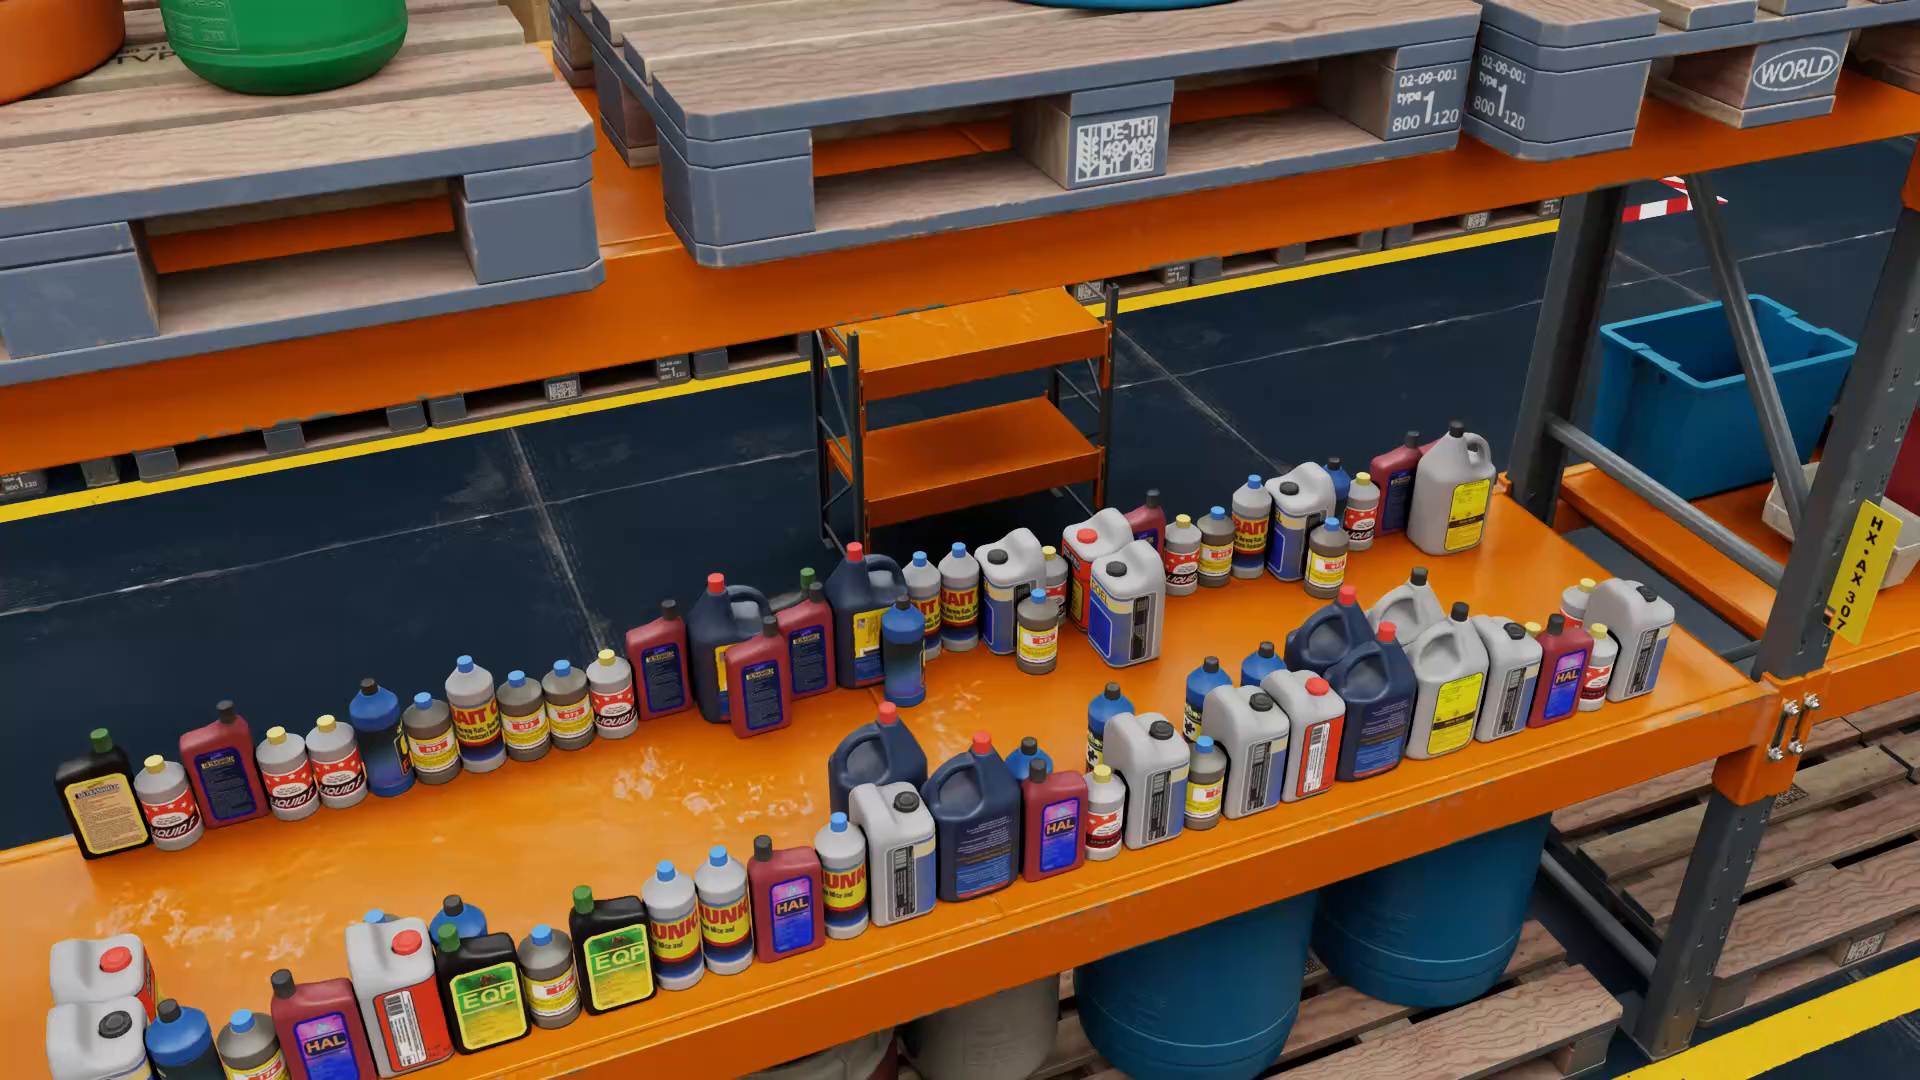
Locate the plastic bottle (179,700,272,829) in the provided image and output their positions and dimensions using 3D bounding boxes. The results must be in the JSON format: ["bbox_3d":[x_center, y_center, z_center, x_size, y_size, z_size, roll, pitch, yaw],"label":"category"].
[{"bbox_3d":[-1.511,0.457,3.404,0.133,0.283,0.061,-13,35,-19],"label":"plastic bottle"}]

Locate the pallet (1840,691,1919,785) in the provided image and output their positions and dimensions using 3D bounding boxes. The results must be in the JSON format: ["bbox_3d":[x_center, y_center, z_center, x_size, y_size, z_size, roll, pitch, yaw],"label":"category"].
[{"bbox_3d":[3.546,0.647,5.563,1.213,0.211,1.003,-13,35,-19],"label":"pallet"}]

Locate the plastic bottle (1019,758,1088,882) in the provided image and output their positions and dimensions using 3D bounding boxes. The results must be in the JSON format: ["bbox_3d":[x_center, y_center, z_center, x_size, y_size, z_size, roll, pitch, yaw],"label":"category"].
[{"bbox_3d":[0.183,0.540,3.277,0.133,0.283,0.061,-13,35,-19],"label":"plastic bottle"}]

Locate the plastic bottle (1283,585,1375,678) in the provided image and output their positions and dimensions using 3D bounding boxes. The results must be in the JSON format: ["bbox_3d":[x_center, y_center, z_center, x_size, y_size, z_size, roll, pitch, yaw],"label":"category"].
[{"bbox_3d":[0.810,0.258,3.648,0.185,0.351,0.144,-13,35,-19],"label":"plastic bottle"}]

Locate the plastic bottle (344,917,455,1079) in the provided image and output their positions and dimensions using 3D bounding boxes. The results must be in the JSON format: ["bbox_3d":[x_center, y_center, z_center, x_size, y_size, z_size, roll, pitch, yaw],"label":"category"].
[{"bbox_3d":[-0.981,0.782,2.911,0.135,0.276,0.152,-13,35,-19],"label":"plastic bottle"}]

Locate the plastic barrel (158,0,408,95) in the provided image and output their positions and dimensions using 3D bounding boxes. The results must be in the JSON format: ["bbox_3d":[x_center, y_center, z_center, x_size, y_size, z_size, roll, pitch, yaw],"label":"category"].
[{"bbox_3d":[-0.865,-0.719,2.112,0.294,0.245,0.294,0,33,0],"label":"plastic barrel"}]

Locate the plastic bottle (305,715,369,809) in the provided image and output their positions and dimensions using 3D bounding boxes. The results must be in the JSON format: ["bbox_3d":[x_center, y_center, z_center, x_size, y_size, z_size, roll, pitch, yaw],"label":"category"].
[{"bbox_3d":[-1.308,0.456,3.481,0.097,0.201,0.097,0,33,0],"label":"plastic bottle"}]

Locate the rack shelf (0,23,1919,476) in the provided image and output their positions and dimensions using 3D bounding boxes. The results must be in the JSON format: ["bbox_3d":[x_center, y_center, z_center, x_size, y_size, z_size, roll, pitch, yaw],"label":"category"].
[{"bbox_3d":[-0.087,-0.621,2.864,4.000,0.370,1.077,-13,35,-19],"label":"rack shelf"}]

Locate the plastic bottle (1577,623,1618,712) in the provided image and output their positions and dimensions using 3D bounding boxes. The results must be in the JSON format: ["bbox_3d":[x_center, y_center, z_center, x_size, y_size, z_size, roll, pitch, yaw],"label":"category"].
[{"bbox_3d":[1.422,0.280,3.752,0.097,0.201,0.097,0,33,0],"label":"plastic bottle"}]

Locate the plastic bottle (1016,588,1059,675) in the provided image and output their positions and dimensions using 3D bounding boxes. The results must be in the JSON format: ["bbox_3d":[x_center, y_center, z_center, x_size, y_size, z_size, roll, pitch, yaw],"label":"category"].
[{"bbox_3d":[0.180,0.205,3.867,0.097,0.201,0.097,0,33,0],"label":"plastic bottle"}]

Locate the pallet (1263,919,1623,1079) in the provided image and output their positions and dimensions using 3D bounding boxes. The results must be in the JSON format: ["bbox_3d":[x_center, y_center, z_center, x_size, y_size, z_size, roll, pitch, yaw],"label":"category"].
[{"bbox_3d":[1.029,1.223,4.677,1.213,0.211,1.003,-13,35,-19],"label":"pallet"}]

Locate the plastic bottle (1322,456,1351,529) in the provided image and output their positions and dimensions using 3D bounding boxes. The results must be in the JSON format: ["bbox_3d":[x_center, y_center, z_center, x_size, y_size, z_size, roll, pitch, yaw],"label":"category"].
[{"bbox_3d":[0.941,-0.089,4.254,0.097,0.271,0.097,0,33,0],"label":"plastic bottle"}]

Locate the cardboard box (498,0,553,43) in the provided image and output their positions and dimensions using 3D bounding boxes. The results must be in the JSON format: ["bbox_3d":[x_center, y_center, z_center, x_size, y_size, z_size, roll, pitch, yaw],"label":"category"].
[{"bbox_3d":[-1.762,-2.393,7.201,0.500,0.500,0.700,-23,39,-31],"label":"cardboard box"}]

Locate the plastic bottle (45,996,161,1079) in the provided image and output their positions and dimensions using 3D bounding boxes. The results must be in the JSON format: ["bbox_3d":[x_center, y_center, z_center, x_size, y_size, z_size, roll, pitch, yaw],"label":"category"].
[{"bbox_3d":[-1.407,0.880,2.761,0.135,0.276,0.152,-13,35,-19],"label":"plastic bottle"}]

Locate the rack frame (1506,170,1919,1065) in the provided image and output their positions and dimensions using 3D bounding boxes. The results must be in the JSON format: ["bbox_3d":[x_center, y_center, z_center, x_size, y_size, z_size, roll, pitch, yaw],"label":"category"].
[{"bbox_3d":[1.757,-0.088,4.134,0.127,3.000,1.000,-13,35,-19],"label":"rack frame"}]

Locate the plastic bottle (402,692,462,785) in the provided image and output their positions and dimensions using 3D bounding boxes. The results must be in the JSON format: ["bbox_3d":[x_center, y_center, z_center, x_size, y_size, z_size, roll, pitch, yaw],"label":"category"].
[{"bbox_3d":[-1.128,0.415,3.545,0.097,0.201,0.097,0,33,0],"label":"plastic bottle"}]

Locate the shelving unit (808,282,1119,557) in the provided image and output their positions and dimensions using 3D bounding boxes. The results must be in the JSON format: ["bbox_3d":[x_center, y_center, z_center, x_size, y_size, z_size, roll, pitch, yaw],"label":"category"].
[{"bbox_3d":[0.006,-0.473,6.445,1.048,1.125,0.538,-13,35,-19],"label":"shelving unit"}]

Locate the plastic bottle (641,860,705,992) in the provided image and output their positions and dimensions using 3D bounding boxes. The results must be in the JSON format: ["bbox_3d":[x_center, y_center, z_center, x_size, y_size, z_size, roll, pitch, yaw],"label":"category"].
[{"bbox_3d":[-0.527,0.697,3.047,0.097,0.271,0.097,0,33,0],"label":"plastic bottle"}]

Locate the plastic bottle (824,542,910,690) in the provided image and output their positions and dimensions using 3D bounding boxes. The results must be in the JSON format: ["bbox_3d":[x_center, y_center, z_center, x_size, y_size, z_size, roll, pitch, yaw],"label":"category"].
[{"bbox_3d":[-0.213,0.156,3.804,0.185,0.351,0.144,-13,35,-19],"label":"plastic bottle"}]

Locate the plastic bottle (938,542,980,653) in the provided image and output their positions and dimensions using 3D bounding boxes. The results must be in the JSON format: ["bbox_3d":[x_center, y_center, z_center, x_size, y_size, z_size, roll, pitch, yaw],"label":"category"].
[{"bbox_3d":[-0.003,0.128,3.922,0.097,0.271,0.097,0,33,0],"label":"plastic bottle"}]

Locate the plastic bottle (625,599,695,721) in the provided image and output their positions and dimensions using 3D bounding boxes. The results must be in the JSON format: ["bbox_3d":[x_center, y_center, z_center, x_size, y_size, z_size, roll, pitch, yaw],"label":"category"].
[{"bbox_3d":[-0.670,0.264,3.700,0.133,0.283,0.061,-13,35,-19],"label":"plastic bottle"}]

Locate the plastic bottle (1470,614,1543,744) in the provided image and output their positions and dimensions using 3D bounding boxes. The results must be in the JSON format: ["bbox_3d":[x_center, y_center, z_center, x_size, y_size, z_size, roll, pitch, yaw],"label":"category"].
[{"bbox_3d":[1.182,0.287,3.672,0.135,0.276,0.152,-13,35,-19],"label":"plastic bottle"}]

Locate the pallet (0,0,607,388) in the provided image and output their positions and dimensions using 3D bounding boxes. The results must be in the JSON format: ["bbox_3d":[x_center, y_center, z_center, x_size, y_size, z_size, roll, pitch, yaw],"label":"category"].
[{"bbox_3d":[-1.188,-0.534,2.242,1.213,0.211,1.003,-13,35,-19],"label":"pallet"}]

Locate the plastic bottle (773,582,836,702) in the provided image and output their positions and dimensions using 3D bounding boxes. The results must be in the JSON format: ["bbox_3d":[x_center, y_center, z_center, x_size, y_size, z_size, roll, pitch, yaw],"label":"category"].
[{"bbox_3d":[-0.353,0.228,3.756,0.133,0.283,0.061,-13,35,-19],"label":"plastic bottle"}]

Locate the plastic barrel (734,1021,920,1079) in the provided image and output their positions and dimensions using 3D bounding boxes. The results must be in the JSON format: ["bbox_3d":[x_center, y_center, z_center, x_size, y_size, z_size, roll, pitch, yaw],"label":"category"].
[{"bbox_3d":[-0.446,1.241,3.918,0.708,0.588,0.600,-13,35,-19],"label":"plastic barrel"}]

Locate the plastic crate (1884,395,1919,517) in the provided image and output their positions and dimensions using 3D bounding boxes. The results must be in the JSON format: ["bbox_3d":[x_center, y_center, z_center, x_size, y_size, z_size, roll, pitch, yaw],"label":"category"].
[{"bbox_3d":[2.677,-0.202,4.196,0.583,0.464,0.402,-13,35,-19],"label":"plastic crate"}]

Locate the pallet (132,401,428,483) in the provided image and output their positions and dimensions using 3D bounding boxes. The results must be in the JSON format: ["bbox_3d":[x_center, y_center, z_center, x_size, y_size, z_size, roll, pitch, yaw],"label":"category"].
[{"bbox_3d":[-3.142,-0.705,7.639,1.213,0.211,1.003,-13,35,-19],"label":"pallet"}]

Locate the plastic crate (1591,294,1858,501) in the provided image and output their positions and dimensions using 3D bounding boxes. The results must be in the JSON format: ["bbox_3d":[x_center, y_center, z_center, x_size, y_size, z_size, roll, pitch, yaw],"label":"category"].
[{"bbox_3d":[2.055,-0.376,4.537,0.575,0.384,0.392,-13,35,-19],"label":"plastic crate"}]

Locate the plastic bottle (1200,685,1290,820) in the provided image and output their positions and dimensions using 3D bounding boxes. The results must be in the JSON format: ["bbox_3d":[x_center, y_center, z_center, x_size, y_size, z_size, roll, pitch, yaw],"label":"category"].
[{"bbox_3d":[0.593,0.422,3.465,0.135,0.276,0.152,-13,35,-19],"label":"plastic bottle"}]

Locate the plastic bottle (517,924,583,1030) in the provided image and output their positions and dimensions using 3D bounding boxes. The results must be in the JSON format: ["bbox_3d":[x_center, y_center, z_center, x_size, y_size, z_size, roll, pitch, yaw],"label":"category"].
[{"bbox_3d":[-0.740,0.775,2.991,0.097,0.201,0.097,0,33,0],"label":"plastic bottle"}]

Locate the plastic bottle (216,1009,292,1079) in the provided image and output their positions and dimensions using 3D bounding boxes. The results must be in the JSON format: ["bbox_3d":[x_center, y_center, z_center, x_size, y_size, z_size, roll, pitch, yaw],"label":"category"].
[{"bbox_3d":[-1.200,0.880,2.829,0.097,0.201,0.097,0,33,0],"label":"plastic bottle"}]

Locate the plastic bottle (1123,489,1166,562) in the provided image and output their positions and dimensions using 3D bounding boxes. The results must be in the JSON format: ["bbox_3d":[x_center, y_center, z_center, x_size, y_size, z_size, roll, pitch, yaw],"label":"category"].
[{"bbox_3d":[0.435,0.012,4.089,0.133,0.283,0.061,-13,35,-19],"label":"plastic bottle"}]

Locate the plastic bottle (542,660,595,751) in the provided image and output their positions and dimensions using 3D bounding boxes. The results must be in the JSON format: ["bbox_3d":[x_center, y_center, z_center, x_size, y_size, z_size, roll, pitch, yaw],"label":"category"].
[{"bbox_3d":[-0.859,0.353,3.639,0.097,0.201,0.097,0,33,0],"label":"plastic bottle"}]

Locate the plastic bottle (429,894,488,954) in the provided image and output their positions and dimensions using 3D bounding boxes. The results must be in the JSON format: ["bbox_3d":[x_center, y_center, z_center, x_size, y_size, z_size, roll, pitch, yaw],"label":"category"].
[{"bbox_3d":[-0.887,0.743,2.976,0.097,0.271,0.097,0,33,0],"label":"plastic bottle"}]

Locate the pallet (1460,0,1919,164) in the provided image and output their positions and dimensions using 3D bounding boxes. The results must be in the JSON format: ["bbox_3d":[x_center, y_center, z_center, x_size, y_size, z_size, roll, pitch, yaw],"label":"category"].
[{"bbox_3d":[1.072,-1.051,3.038,1.003,0.211,1.213,-13,35,-19],"label":"pallet"}]

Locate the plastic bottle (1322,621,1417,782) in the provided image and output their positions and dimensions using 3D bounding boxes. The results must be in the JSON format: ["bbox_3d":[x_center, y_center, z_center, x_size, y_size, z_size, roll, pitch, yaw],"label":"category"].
[{"bbox_3d":[0.865,0.331,3.537,0.185,0.351,0.144,-13,35,-19],"label":"plastic bottle"}]

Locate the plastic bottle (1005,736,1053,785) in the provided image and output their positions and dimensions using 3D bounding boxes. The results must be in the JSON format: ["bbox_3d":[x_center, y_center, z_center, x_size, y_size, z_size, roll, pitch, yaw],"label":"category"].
[{"bbox_3d":[0.136,0.509,3.336,0.097,0.271,0.097,0,33,0],"label":"plastic bottle"}]

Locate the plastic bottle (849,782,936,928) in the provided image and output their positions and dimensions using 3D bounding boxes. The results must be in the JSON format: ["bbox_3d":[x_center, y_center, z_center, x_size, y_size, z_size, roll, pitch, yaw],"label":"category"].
[{"bbox_3d":[-0.129,0.587,3.211,0.135,0.276,0.152,-13,35,-19],"label":"plastic bottle"}]

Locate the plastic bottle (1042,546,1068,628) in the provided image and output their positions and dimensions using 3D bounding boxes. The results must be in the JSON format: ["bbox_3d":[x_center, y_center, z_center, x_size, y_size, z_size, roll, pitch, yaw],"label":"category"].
[{"bbox_3d":[0.211,0.108,4.016,0.097,0.201,0.097,0,33,0],"label":"plastic bottle"}]

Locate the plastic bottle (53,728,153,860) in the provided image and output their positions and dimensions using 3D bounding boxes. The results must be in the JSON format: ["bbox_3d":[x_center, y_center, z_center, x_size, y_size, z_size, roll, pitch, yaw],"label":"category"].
[{"bbox_3d":[-1.724,0.506,3.329,0.133,0.283,0.061,-13,35,-19],"label":"plastic bottle"}]

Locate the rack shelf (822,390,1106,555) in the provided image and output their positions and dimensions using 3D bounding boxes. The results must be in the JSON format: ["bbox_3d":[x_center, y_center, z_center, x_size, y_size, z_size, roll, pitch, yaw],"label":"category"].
[{"bbox_3d":[0.006,-0.268,6.579,1.000,0.278,0.538,-13,35,-19],"label":"rack shelf"}]

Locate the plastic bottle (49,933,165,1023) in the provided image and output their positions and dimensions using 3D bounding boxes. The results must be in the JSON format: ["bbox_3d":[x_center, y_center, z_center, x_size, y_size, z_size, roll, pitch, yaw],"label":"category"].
[{"bbox_3d":[-1.466,0.804,2.878,0.135,0.276,0.152,-13,35,-19],"label":"plastic bottle"}]

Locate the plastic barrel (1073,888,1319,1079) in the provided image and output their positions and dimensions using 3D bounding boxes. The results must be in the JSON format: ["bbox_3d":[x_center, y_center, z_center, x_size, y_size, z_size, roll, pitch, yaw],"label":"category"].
[{"bbox_3d":[0.596,0.872,4.199,0.708,0.901,0.600,-13,35,-19],"label":"plastic barrel"}]

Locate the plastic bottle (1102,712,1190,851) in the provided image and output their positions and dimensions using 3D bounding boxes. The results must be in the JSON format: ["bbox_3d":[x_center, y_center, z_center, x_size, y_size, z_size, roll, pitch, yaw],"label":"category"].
[{"bbox_3d":[0.379,0.471,3.389,0.135,0.276,0.152,-13,35,-19],"label":"plastic bottle"}]

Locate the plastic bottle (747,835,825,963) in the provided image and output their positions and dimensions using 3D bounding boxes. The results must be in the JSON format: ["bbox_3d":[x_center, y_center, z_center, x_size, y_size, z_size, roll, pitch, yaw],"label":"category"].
[{"bbox_3d":[-0.324,0.656,3.099,0.133,0.283,0.061,-13,35,-19],"label":"plastic bottle"}]

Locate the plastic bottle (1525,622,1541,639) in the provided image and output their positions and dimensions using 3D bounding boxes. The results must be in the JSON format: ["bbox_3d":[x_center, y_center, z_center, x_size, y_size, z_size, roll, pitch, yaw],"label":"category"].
[{"bbox_3d":[1.276,0.277,3.756,0.097,0.201,0.097,0,33,0],"label":"plastic bottle"}]

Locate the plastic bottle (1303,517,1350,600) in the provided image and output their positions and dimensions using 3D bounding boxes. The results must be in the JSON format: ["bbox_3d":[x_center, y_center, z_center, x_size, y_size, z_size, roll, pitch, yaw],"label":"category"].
[{"bbox_3d":[0.911,0.038,4.124,0.097,0.201,0.097,0,33,0],"label":"plastic bottle"}]

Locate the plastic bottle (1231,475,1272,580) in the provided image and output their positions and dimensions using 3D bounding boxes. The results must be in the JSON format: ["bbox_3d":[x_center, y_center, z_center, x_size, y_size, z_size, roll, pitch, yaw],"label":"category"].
[{"bbox_3d":[0.728,-0.040,4.178,0.097,0.271,0.097,0,33,0],"label":"plastic bottle"}]

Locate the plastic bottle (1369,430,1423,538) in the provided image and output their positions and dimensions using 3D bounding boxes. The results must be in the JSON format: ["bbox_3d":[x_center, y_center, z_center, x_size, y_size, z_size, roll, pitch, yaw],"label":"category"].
[{"bbox_3d":[1.130,-0.148,4.334,0.133,0.283,0.061,-13,35,-19],"label":"plastic bottle"}]

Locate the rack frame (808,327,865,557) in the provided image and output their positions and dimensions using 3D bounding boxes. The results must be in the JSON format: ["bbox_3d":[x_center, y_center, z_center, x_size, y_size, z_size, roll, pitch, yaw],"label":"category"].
[{"bbox_3d":[-0.462,-0.366,6.280,0.032,1.125,0.500,-13,35,-19],"label":"rack frame"}]

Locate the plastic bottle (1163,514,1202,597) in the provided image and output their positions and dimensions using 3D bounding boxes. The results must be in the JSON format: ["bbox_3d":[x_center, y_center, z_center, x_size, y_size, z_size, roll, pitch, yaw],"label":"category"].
[{"bbox_3d":[0.548,0.031,4.134,0.097,0.201,0.097,0,33,0],"label":"plastic bottle"}]

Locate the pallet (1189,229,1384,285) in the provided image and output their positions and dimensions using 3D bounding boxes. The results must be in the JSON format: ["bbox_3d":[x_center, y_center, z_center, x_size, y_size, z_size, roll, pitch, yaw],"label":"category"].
[{"bbox_3d":[1.603,-1.815,9.345,1.213,0.211,1.003,-13,35,-19],"label":"pallet"}]

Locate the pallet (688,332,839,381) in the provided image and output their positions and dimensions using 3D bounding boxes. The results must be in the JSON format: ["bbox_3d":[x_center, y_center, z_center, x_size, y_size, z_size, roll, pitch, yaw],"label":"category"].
[{"bbox_3d":[-0.893,-1.220,8.431,1.213,0.211,1.003,-13,35,-19],"label":"pallet"}]

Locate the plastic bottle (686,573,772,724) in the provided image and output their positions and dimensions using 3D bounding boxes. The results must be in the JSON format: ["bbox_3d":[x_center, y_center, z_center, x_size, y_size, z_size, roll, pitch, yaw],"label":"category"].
[{"bbox_3d":[-0.507,0.224,3.701,0.185,0.351,0.144,-13,35,-19],"label":"plastic bottle"}]

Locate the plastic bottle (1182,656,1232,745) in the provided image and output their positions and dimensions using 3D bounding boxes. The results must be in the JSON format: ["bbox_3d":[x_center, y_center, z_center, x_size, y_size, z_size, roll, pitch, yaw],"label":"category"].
[{"bbox_3d":[0.527,0.365,3.556,0.097,0.271,0.097,0,33,0],"label":"plastic bottle"}]

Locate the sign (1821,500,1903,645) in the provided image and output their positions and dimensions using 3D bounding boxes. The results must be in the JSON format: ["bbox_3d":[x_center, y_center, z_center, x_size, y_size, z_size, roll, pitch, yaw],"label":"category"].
[{"bbox_3d":[1.968,0.073,3.633,0.005,0.325,0.100,-13,35,-19],"label":"sign"}]
